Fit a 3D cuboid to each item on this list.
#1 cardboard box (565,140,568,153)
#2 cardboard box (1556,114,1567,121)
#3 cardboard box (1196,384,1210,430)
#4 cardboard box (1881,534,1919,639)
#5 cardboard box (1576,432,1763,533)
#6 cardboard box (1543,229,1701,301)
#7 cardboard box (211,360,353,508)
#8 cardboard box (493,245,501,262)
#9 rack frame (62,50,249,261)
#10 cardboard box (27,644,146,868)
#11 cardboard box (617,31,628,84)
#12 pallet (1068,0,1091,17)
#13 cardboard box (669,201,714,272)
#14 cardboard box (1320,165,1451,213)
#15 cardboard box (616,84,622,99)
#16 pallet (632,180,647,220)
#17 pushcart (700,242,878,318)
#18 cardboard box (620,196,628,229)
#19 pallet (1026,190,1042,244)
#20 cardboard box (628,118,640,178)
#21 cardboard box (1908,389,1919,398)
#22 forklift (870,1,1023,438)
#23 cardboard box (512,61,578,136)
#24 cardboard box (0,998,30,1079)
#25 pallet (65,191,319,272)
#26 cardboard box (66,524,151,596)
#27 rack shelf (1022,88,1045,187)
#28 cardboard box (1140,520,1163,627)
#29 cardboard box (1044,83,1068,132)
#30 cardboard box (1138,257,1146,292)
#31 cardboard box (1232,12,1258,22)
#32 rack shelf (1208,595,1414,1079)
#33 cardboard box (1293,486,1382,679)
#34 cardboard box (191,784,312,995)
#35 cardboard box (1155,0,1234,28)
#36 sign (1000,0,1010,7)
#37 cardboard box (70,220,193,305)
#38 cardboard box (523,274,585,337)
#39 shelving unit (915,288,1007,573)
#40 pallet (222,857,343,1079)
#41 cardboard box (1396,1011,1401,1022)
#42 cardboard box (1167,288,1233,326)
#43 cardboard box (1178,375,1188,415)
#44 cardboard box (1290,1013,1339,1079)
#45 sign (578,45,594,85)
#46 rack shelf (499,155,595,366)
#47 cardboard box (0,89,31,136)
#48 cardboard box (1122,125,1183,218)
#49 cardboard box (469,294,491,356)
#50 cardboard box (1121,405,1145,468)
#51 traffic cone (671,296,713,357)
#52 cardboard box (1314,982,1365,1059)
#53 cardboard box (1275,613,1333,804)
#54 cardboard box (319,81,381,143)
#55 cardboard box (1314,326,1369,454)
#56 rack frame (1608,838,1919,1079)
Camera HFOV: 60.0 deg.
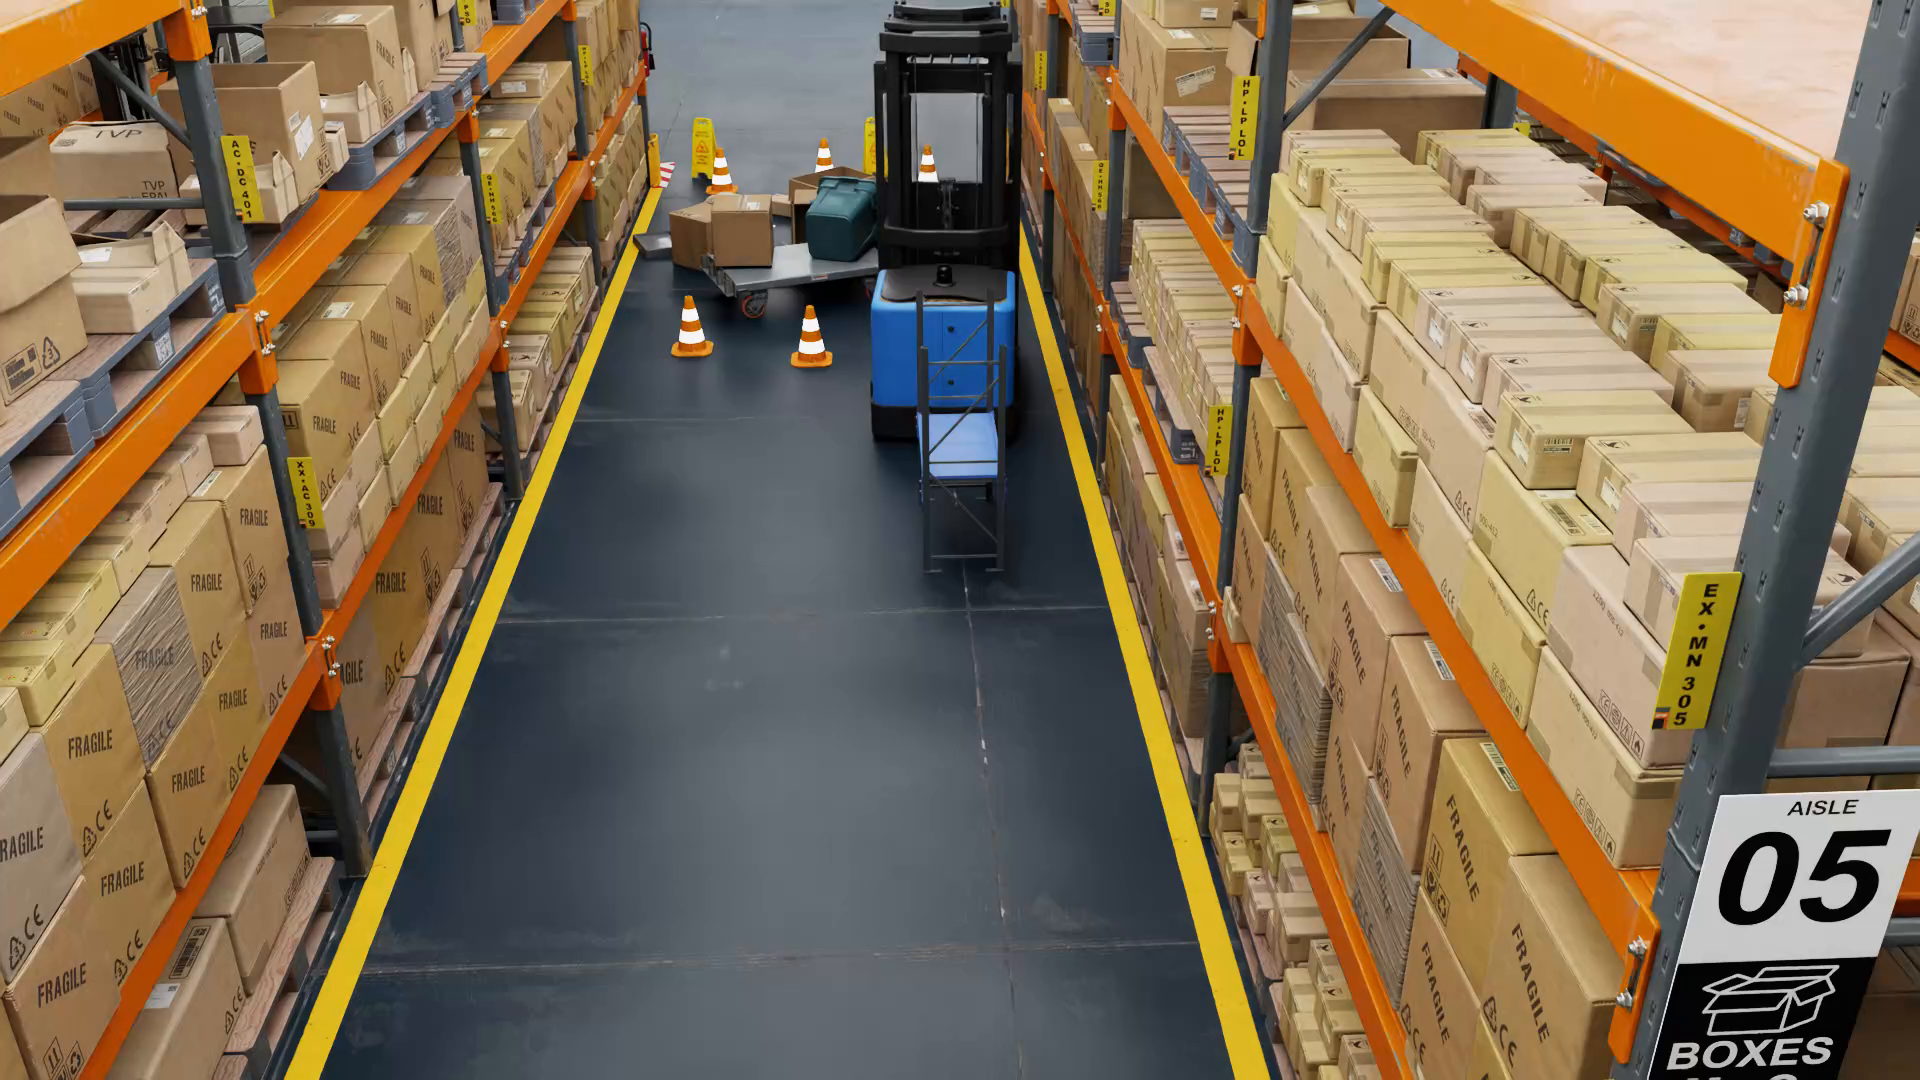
[{"bbox_3d":[-3.393,-3.177,13.477,0.380,0.149,0.250,-2,28,-4],"label":"cardboard box"},{"bbox_3d":[5.819,-4.021,15.549,0.380,0.149,0.250,-1,28,-3],"label":"cardboard box"},{"bbox_3d":[1.402,-0.675,8.358,0.380,0.149,0.250,-2,28,-4],"label":"cardboard box"},{"bbox_3d":[2.083,0.103,3.317,0.380,0.149,0.250,-2,28,-3],"label":"cardboard box"},{"bbox_3d":[1.632,-0.123,3.751,0.380,0.149,0.250,-2,28,-4],"label":"cardboard box"},{"bbox_3d":[2.046,-0.854,5.153,0.380,0.149,0.250,-2,28,-3],"label":"cardboard box"},{"bbox_3d":[-3.010,-0.458,7.258,0.500,0.500,0.500,-1,28,-2],"label":"cardboard box"},{"bbox_3d":[-3.296,-1.969,11.160,0.380,0.149,0.250,-3,28,-6],"label":"cardboard box"},{"bbox_3d":[-3.274,-2.421,5.722,1.000,3.000,0.127,-1,28,-3],"label":"rack frame"},{"bbox_3d":[-2.902,0.664,5.106,0.500,0.500,0.500,-1,28,-2],"label":"cardboard box"},{"bbox_3d":[-3.553,-4.772,16.288,0.500,0.500,0.500,-2,28,-3],"label":"cardboard box"},{"bbox_3d":[1.307,-3.833,11.878,1.003,0.211,1.213,0,28,0],"label":"pallet"},{"bbox_3d":[-2.389,-2.876,15.782,0.500,0.500,0.500,19,33,32],"label":"cardboard box"},{"bbox_3d":[1.488,-1.208,5.831,0.380,0.149,0.250,-2,28,-3],"label":"cardboard box"},{"bbox_3d":[-3.531,-4.434,16.342,0.380,0.149,0.250,-2,28,-3],"label":"cardboard box"},{"bbox_3d":[-3.890,-3.655,17.591,1.003,0.211,1.213,-1,28,-3],"label":"pallet"},{"bbox_3d":[-1.418,-2.371,14.949,1.648,0.377,0.936,-11,30,-20],"label":"pushcart"},{"bbox_3d":[-3.523,-3.192,16.208,0.500,0.250,0.500,-2,28,-3],"label":"cardboard box"},{"bbox_3d":[1.218,-3.303,16.916,1.003,0.211,1.213,-1,28,-3],"label":"pallet"},{"bbox_3d":[-3.568,-3.997,16.941,0.500,0.500,0.500,0,28,-1],"label":"cardboard box"},{"bbox_3d":[6.467,-0.360,10.103,1.225,0.875,0.875,-1,28,-2],"label":"cardboard box"},{"bbox_3d":[-0.077,-2.679,12.779,1.130,2.935,3.031,1,28,2],"label":"forklift"},{"bbox_3d":[-3.439,-3.610,13.606,0.500,0.500,0.500,-2,28,-4],"label":"cardboard box"},{"bbox_3d":[-2.858,1.581,4.430,0.500,0.500,0.500,-2,28,-3],"label":"cardboard box"},{"bbox_3d":[-3.372,-1.428,7.270,0.805,0.209,1.217,-2,28,-5],"label":"pallet"},{"bbox_3d":[-2.952,0.070,5.544,0.380,0.149,0.250,-2,28,-3],"label":"cardboard box"},{"bbox_3d":[1.141,-4.226,16.449,1.077,0.370,4.000,-1,28,-3],"label":"rack shelf"},{"bbox_3d":[1.324,0.186,9.461,0.500,0.500,0.500,-2,28,-4],"label":"cardboard box"},{"bbox_3d":[1.215,-3.858,14.803,0.875,0.550,0.550,-1,28,-3],"label":"cardboard box"},{"bbox_3d":[1.296,-1.627,10.185,0.380,0.149,0.250,0,28,0],"label":"cardboard box"},{"bbox_3d":[1.777,-2.660,9.317,0.500,0.500,0.500,-1,28,-3],"label":"cardboard box"},{"bbox_3d":[1.768,1.316,5.824,1.077,0.370,4.000,-1,28,-3],"label":"rack shelf"},{"bbox_3d":[1.482,0.140,5.788,0.500,0.500,0.500,-1,28,-2],"label":"cardboard box"},{"bbox_3d":[-3.349,1.482,7.044,0.875,0.438,0.875,-2,28,-3],"label":"cardboard box"},{"bbox_3d":[1.280,-2.939,9.025,0.396,0.266,0.258,-1,28,-3],"label":"cardboard box"},{"bbox_3d":[0.482,-5.877,17.815,0.100,0.325,0.005,-1,28,-3],"label":"sign"},{"bbox_3d":[-2.921,-0.974,5.776,0.396,0.266,0.258,-1,28,-1],"label":"cardboard box"},{"bbox_3d":[-3.621,-1.902,13.603,0.950,0.372,0.625,0,28,1],"label":"cardboard box"},{"bbox_3d":[-0.004,-0.704,10.541,0.538,1.500,1.048,-1,28,-3],"label":"shelving unit"},{"bbox_3d":[-3.313,1.829,7.077,1.003,0.211,1.213,-1,28,-3],"label":"pallet"},{"bbox_3d":[1.549,1.417,5.123,0.380,0.149,0.250,-3,28,-5],"label":"cardboard box"},{"bbox_3d":[1.356,-1.288,9.211,0.380,0.149,0.250,-1,28,-1],"label":"cardboard box"},{"bbox_3d":[1.374,-0.782,8.885,0.380,0.149,0.250,0,28,0],"label":"cardboard box"},{"bbox_3d":[1.454,1.905,6.222,0.380,0.149,0.250,-1,28,-2],"label":"cardboard box"},{"bbox_3d":[-3.138,-3.984,13.954,0.100,0.325,0.005,-1,28,-3],"label":"sign"},{"bbox_3d":[-3.588,-2.212,12.589,1.077,0.370,4.000,-1,28,-3],"label":"rack shelf"},{"bbox_3d":[-8.411,-3.589,14.342,0.500,0.500,0.500,-2,28,-4],"label":"cardboard box"},{"bbox_3d":[1.441,-2.469,11.114,0.700,0.500,0.500,-2,28,-3],"label":"cardboard box"},{"bbox_3d":[-3.198,-1.314,10.250,0.500,0.250,0.500,-2,28,-4],"label":"cardboard box"},{"bbox_3d":[1.276,-0.626,10.207,0.500,0.250,0.500,-2,28,-3],"label":"cardboard box"},{"bbox_3d":[-2.229,-1.791,13.747,0.336,0.463,0.334,-1,28,-3],"label":"traffic cone"},{"bbox_3d":[1.531,1.774,6.153,0.380,0.149,0.250,-1,28,-2],"label":"cardboard box"},{"bbox_3d":[1.461,0.594,6.001,0.500,0.500,0.500,-2,28,-4],"label":"cardboard box"},{"bbox_3d":[-3.020,-2.069,7.984,0.396,0.266,0.258,1,28,2],"label":"cardboard box"},{"bbox_3d":[1.467,-0.498,5.442,0.500,0.250,0.500,0,28,0],"label":"cardboard box"},{"bbox_3d":[1.872,1.920,3.886,1.000,3.000,0.127,-1,28,-3],"label":"rack frame"}]
